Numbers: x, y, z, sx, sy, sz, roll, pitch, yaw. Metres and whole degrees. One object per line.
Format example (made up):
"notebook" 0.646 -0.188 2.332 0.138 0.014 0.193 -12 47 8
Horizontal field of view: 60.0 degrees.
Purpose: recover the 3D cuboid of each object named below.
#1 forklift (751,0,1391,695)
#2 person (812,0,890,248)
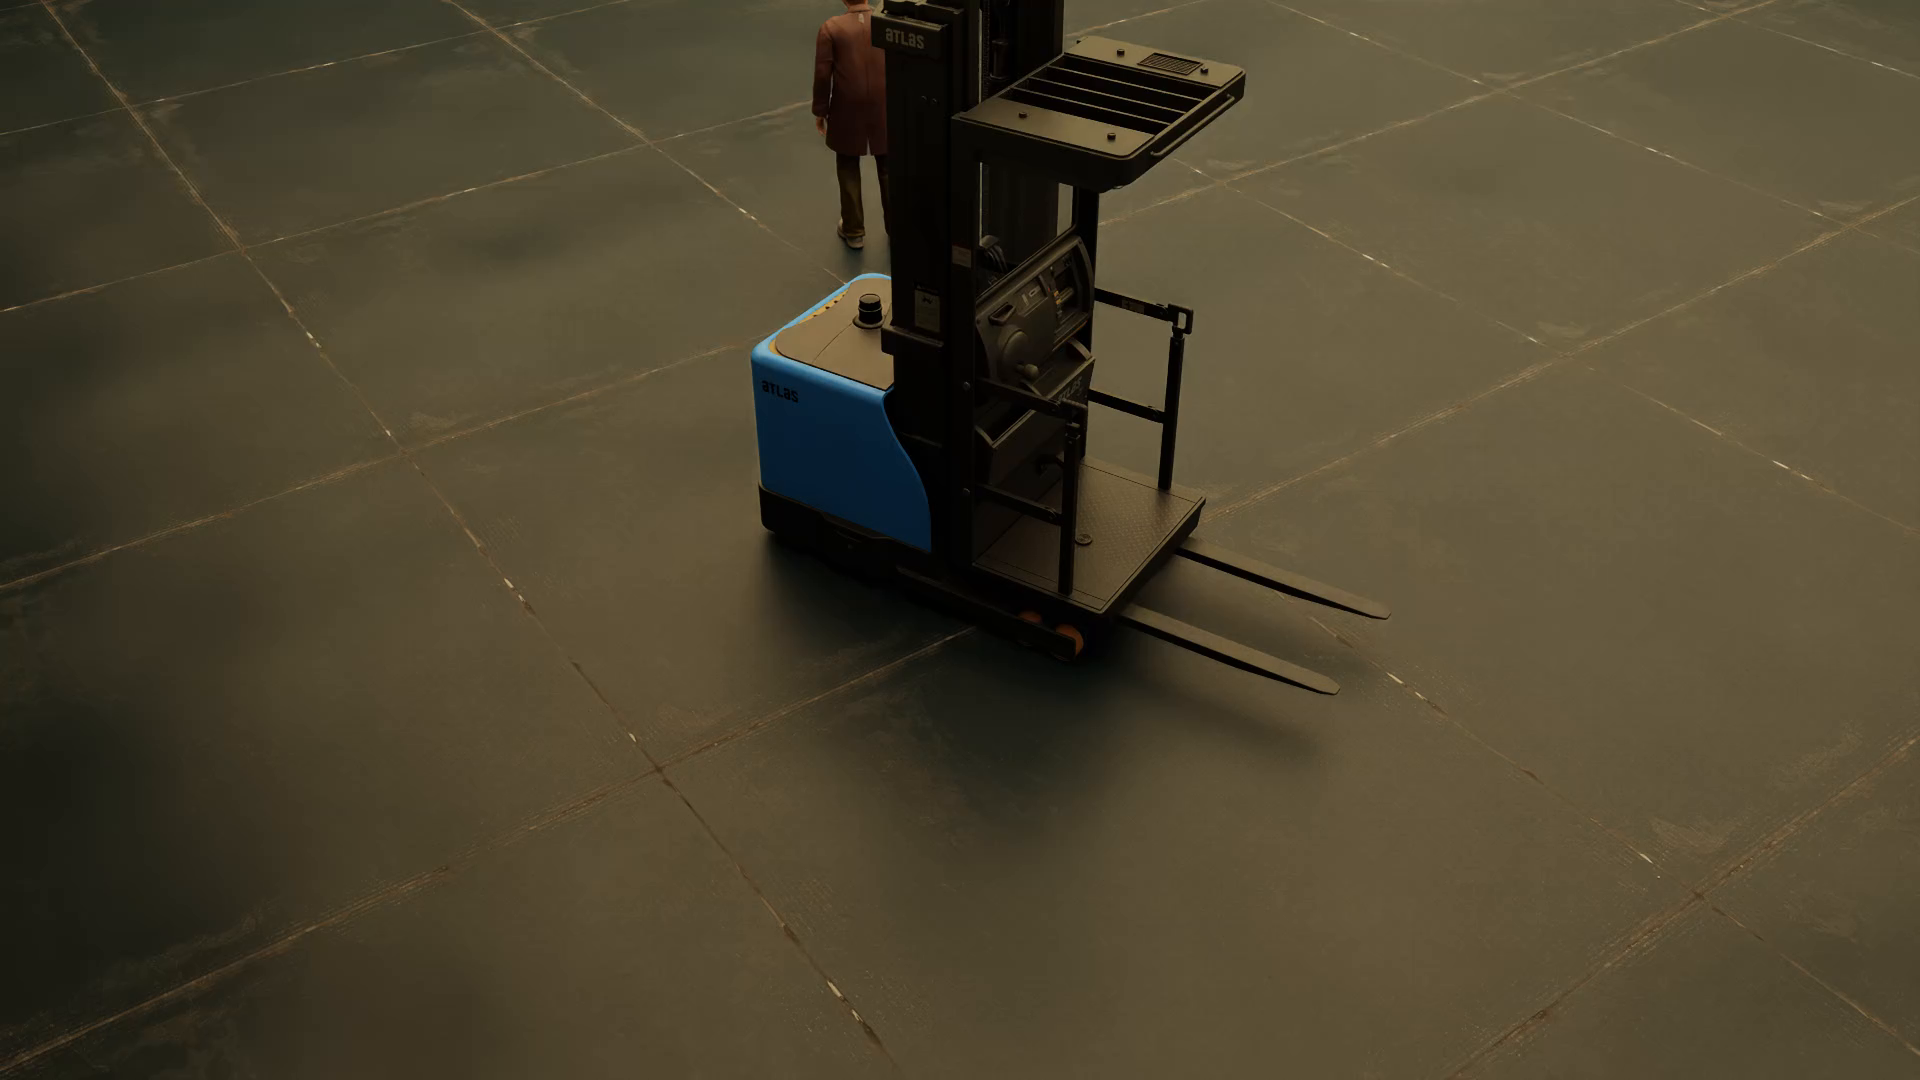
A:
"forklift" 0.514 -0.985 7.276 3.031 2.935 1.130 21 41 26
"person" -0.618 -2.736 10.618 0.656 1.774 0.424 -6 37 -8
